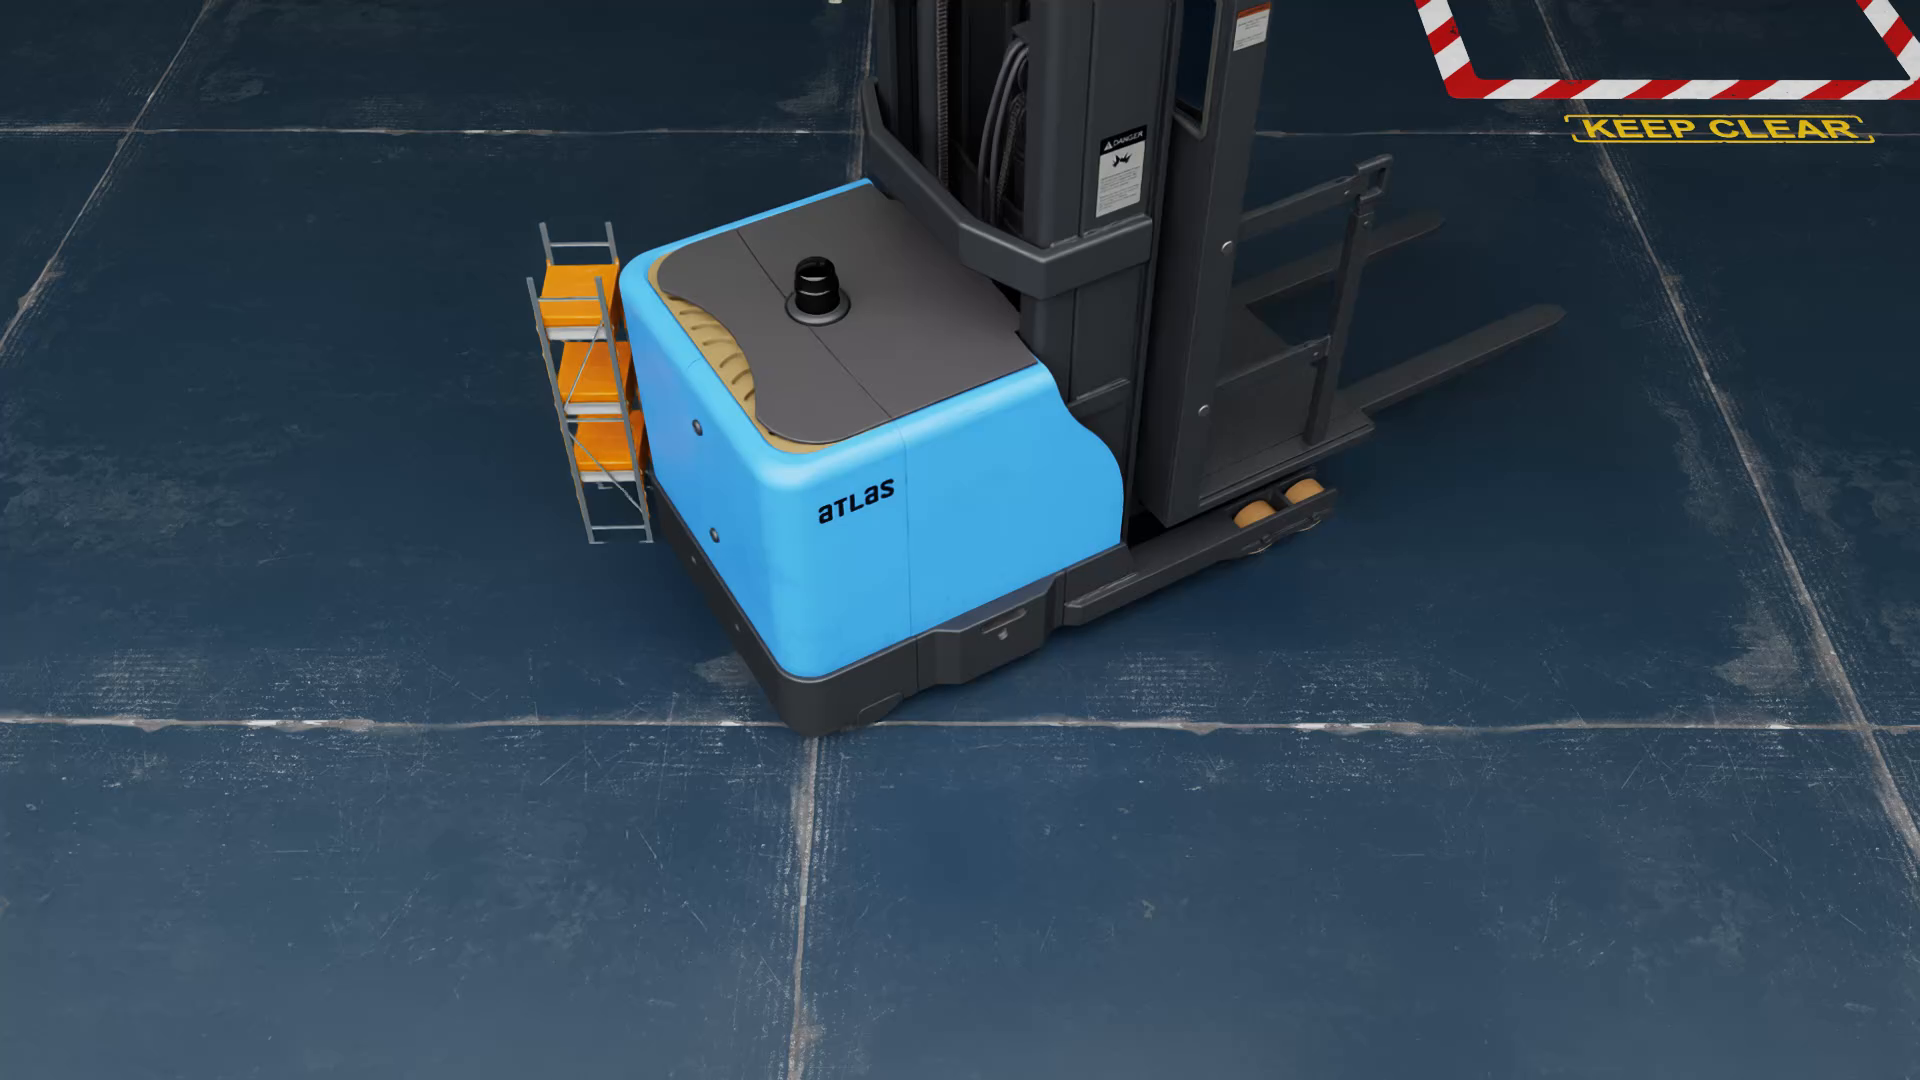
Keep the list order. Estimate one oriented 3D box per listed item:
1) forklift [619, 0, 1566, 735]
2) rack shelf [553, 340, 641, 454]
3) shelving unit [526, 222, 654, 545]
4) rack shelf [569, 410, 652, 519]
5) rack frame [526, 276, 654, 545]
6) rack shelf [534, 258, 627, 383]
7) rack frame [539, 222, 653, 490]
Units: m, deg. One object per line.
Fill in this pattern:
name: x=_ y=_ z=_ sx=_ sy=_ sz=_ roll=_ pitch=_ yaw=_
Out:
forklift: x=0.593 y=-1.268 z=4.428 sx=3.031 sy=2.935 sz=1.130 roll=-23 pitch=51 yaw=-20
rack shelf: x=-1.070 y=-0.430 z=4.947 sx=0.215 sy=0.259 sz=0.240 roll=-1 pitch=47 yaw=-1
shelving unit: x=-1.070 y=-0.437 z=4.940 sx=0.215 sy=1.050 sz=0.252 roll=-1 pitch=47 yaw=-1
rack shelf: x=-1.070 y=-0.241 z=5.151 sx=0.215 sy=0.259 sz=0.240 roll=-1 pitch=47 yaw=-1
rack frame: x=-1.066 y=-0.348 z=4.857 sx=0.200 sy=1.050 sz=0.008 roll=-1 pitch=47 yaw=-1
rack shelf: x=-1.070 y=-0.623 z=4.740 sx=0.215 sy=0.259 sz=0.240 roll=-1 pitch=47 yaw=-1
rack frame: x=-1.073 y=-0.527 z=5.023 sx=0.200 sy=1.050 sz=0.008 roll=-1 pitch=47 yaw=-1
